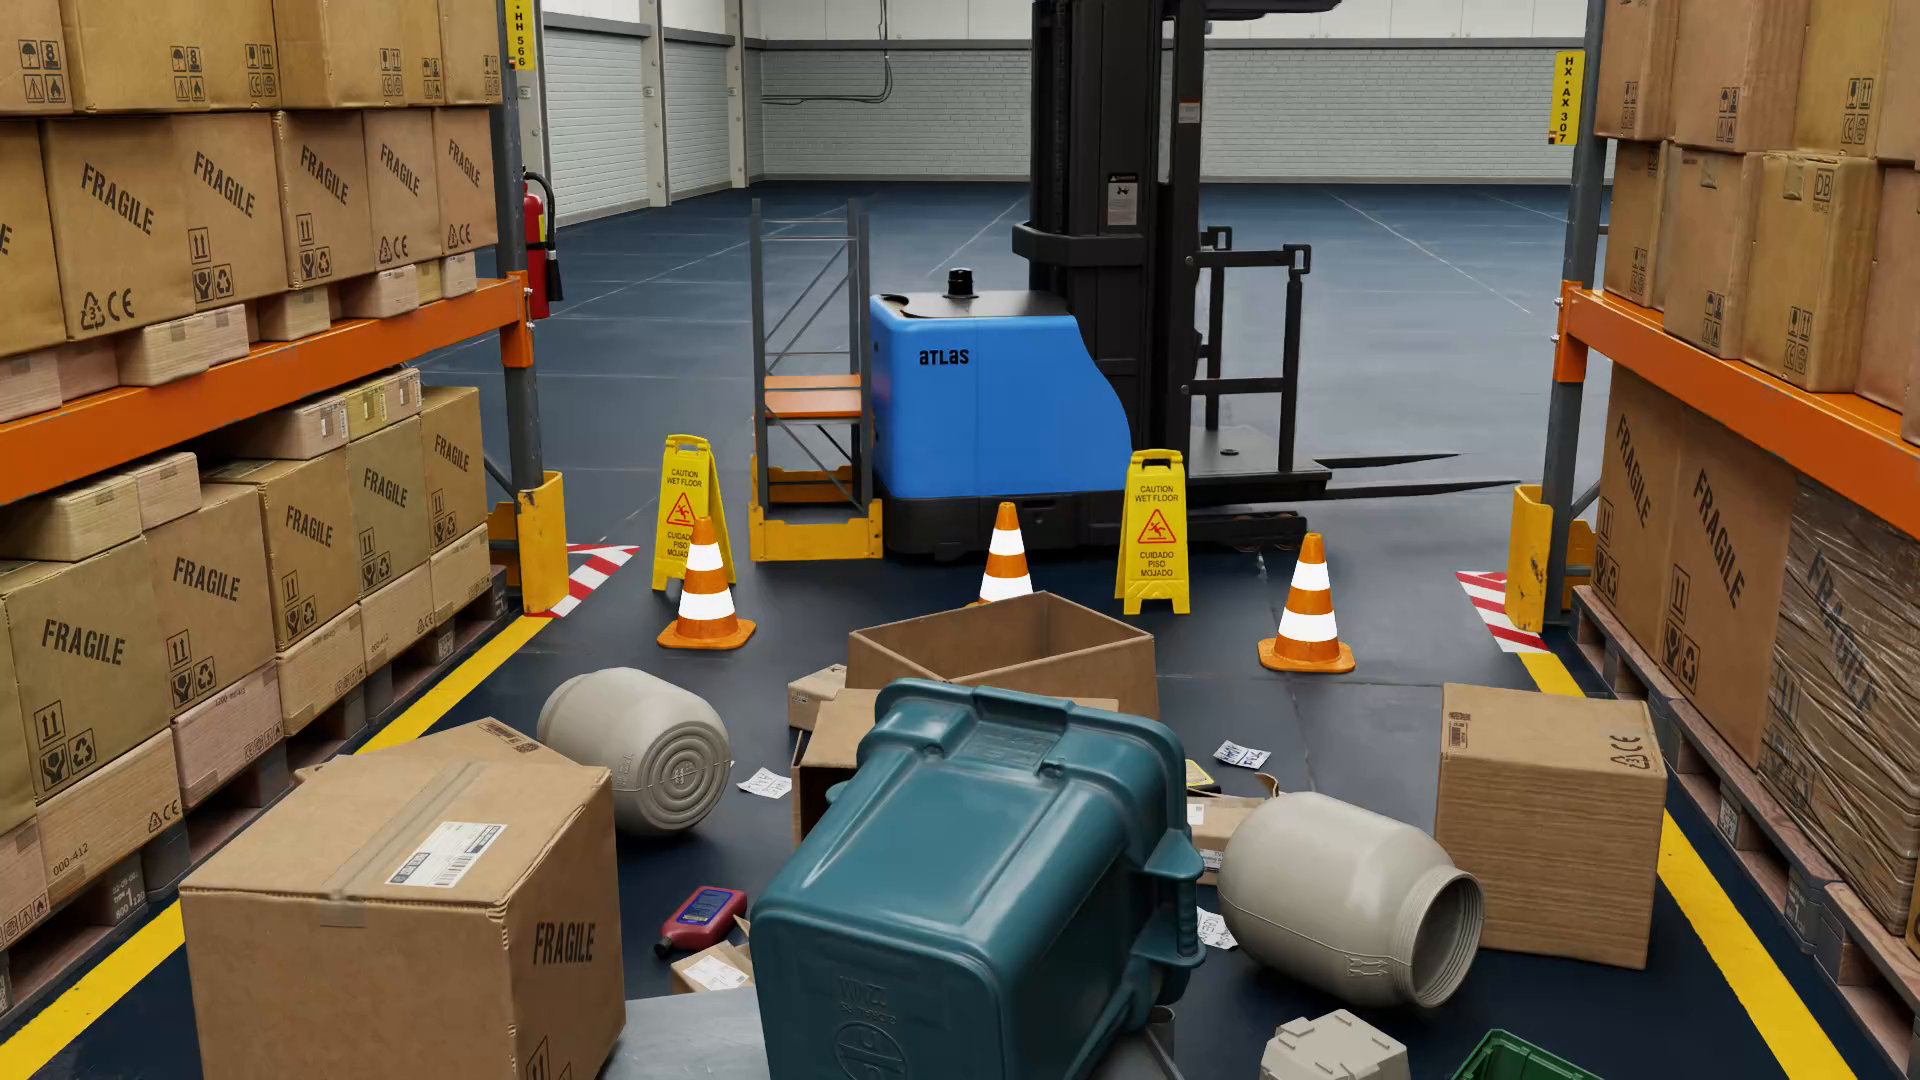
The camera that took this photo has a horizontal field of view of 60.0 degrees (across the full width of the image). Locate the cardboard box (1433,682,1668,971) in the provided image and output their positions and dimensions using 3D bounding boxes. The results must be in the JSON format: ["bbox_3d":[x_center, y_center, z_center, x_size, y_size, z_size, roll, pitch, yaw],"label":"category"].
[{"bbox_3d":[1.439,0.693,4.136,0.500,0.500,0.500,4,16,16],"label":"cardboard box"}]

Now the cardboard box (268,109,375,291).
[{"bbox_3d":[-2.103,-1.020,4.926,0.500,0.500,0.500,2,15,6],"label":"cardboard box"}]

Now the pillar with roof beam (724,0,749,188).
[{"bbox_3d":[-0.439,-11.778,33.978,9.100,9.000,0.400,2,15,6],"label":"pillar with roof beam"}]

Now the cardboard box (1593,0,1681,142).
[{"bbox_3d":[2.654,-1.615,5.533,0.875,0.550,0.550,2,15,6],"label":"cardboard box"}]

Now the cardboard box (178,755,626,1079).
[{"bbox_3d":[-0.874,0.687,2.714,0.500,0.500,0.500,2,15,6],"label":"cardboard box"}]

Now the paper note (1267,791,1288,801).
[{"bbox_3d":[0.917,0.756,4.846,0.032,0.001,0.123,11,19,35],"label":"paper note"}]

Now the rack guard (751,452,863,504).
[{"bbox_3d":[-0.745,-0.303,8.302,0.587,0.250,0.087,-2,15,-6],"label":"rack guard"}]

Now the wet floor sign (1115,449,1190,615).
[{"bbox_3d":[0.771,-0.046,6.596,0.267,0.644,0.232,-1,15,-3],"label":"wet floor sign"}]

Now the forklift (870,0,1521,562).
[{"bbox_3d":[1.098,-1.489,7.555,3.031,2.935,1.130,-3,15,-11],"label":"forklift"}]

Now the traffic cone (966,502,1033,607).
[{"bbox_3d":[0.180,0.082,6.471,0.336,0.463,0.334,2,15,6],"label":"traffic cone"}]

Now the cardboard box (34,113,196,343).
[{"bbox_3d":[-2.217,-0.757,3.955,0.500,0.500,0.500,2,15,6],"label":"cardboard box"}]

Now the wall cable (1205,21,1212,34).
[{"bbox_3d":[6.361,-13.987,35.636,2.305,6.003,0.169,2,15,6],"label":"wall cable"}]

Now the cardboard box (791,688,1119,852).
[{"bbox_3d":[0.025,0.676,3.938,0.797,0.637,0.503,2,15,6],"label":"cardboard box"}]

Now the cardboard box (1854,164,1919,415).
[{"bbox_3d":[2.531,-0.528,3.580,0.875,0.550,0.550,2,15,6],"label":"cardboard box"}]

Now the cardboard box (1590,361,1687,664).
[{"bbox_3d":[2.724,-0.116,5.611,0.875,0.875,0.875,2,15,7],"label":"cardboard box"}]

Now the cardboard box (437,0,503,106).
[{"bbox_3d":[-2.036,-1.772,5.792,0.700,0.500,0.500,1,15,5],"label":"cardboard box"}]

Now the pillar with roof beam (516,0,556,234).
[{"bbox_3d":[-1.793,-8.665,22.468,9.100,9.000,0.400,2,15,6],"label":"pillar with roof beam"}]

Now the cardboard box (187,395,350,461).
[{"bbox_3d":[-2.064,-0.341,4.960,0.380,0.149,0.250,2,15,9],"label":"cardboard box"}]

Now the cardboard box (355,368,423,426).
[{"bbox_3d":[-2.001,-0.474,5.453,0.380,0.149,0.250,2,15,8],"label":"cardboard box"}]

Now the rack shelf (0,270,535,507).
[{"bbox_3d":[-2.421,-0.370,4.663,1.077,0.370,4.000,2,15,6],"label":"rack shelf"}]

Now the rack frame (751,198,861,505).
[{"bbox_3d":[-0.747,-0.911,8.158,0.500,1.500,0.032,-2,15,-6],"label":"rack frame"}]

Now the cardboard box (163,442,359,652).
[{"bbox_3d":[-2.146,0.008,4.913,0.500,0.500,0.500,1,15,5],"label":"cardboard box"}]

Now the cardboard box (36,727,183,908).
[{"bbox_3d":[-2.262,0.642,4.005,0.500,0.250,0.500,3,15,9],"label":"cardboard box"}]

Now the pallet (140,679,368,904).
[{"bbox_3d":[-2.470,0.655,4.837,1.003,0.211,1.213,2,15,6],"label":"pallet"}]

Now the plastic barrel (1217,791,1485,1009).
[{"bbox_3d":[0.887,0.825,3.800,0.421,0.421,0.512,-14,20,-42],"label":"plastic barrel"}]

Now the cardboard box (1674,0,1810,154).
[{"bbox_3d":[2.486,-1.329,4.473,0.875,0.550,0.550,2,15,6],"label":"cardboard box"}]

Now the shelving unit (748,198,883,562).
[{"bbox_3d":[-0.690,-0.777,7.662,0.587,1.500,1.083,-2,15,-6],"label":"shelving unit"}]

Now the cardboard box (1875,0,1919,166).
[{"bbox_3d":[2.503,-1.050,3.442,0.875,0.550,0.550,2,15,6],"label":"cardboard box"}]

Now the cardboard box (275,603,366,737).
[{"bbox_3d":[-2.139,0.376,4.989,0.500,0.250,0.500,1,15,4],"label":"cardboard box"}]

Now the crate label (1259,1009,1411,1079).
[{"bbox_3d":[0.767,1.082,3.399,0.298,0.136,0.250,-10,18,-32],"label":"crate label"}]

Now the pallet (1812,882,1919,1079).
[{"bbox_3d":[2.447,1.072,3.294,1.003,0.211,1.213,2,15,6],"label":"pallet"}]

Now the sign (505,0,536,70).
[{"bbox_3d":[-1.646,-1.926,6.216,0.100,0.325,0.005,2,15,6],"label":"sign"}]

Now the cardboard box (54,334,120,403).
[{"bbox_3d":[-2.254,-0.420,3.950,0.380,0.149,0.250,2,15,6],"label":"cardboard box"}]

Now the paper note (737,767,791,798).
[{"bbox_3d":[-0.569,0.722,4.955,0.148,0.019,0.142,7,17,25],"label":"paper note"}]

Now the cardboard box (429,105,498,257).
[{"bbox_3d":[-1.982,-1.279,5.885,0.500,0.500,0.500,1,15,5],"label":"cardboard box"}]

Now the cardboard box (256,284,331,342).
[{"bbox_3d":[-2.099,-0.678,4.904,0.380,0.149,0.250,2,15,6],"label":"cardboard box"}]

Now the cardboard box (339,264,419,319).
[{"bbox_3d":[-1.992,-0.809,5.390,0.380,0.149,0.250,2,15,7],"label":"cardboard box"}]

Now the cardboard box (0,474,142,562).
[{"bbox_3d":[-2.182,-0.059,3.916,0.380,0.149,0.250,2,15,8],"label":"cardboard box"}]

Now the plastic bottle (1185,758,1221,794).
[{"bbox_3d":[0.678,0.723,4.873,0.133,0.061,0.283,-4,16,-13],"label":"plastic bottle"}]

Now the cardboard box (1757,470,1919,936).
[{"bbox_3d":[2.522,0.349,3.892,0.875,0.875,0.875,2,15,7],"label":"cardboard box"}]

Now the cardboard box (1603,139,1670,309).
[{"bbox_3d":[2.738,-1.092,5.665,0.875,0.550,0.550,2,15,6],"label":"cardboard box"}]

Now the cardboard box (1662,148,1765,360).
[{"bbox_3d":[2.510,-0.807,4.612,0.875,0.550,0.550,2,15,6],"label":"cardboard box"}]

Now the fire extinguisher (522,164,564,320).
[{"bbox_3d":[-1.724,-1.215,6.558,0.296,0.674,0.183,2,15,6],"label":"fire extinguisher"}]

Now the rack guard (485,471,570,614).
[{"bbox_3d":[-2.204,-0.010,6.741,1.175,0.500,0.348,2,15,6],"label":"rack guard"}]

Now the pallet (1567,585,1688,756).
[{"bbox_3d":[2.722,0.439,5.634,1.003,0.211,1.213,2,15,6],"label":"pallet"}]

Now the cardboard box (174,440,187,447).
[{"bbox_3d":[-2.618,-0.131,5.426,0.500,0.500,0.500,1,15,4],"label":"cardboard box"}]

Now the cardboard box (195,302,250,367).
[{"bbox_3d":[-2.138,-0.548,4.422,0.380,0.149,0.250,2,15,6],"label":"cardboard box"}]

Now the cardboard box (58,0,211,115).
[{"bbox_3d":[-2.218,-1.242,3.833,0.700,0.500,0.500,1,15,5],"label":"cardboard box"}]

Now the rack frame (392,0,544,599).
[{"bbox_3d":[-2.195,-1.236,6.488,1.000,3.000,0.127,2,15,6],"label":"rack frame"}]

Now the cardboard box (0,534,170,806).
[{"bbox_3d":[-2.263,0.279,3.909,0.500,0.500,0.500,2,15,9],"label":"cardboard box"}]

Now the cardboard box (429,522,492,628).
[{"bbox_3d":[-2.022,0.112,5.964,0.500,0.250,0.500,2,15,6],"label":"cardboard box"}]

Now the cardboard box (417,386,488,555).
[{"bbox_3d":[-2.026,-0.258,5.897,0.500,0.500,0.500,2,15,7],"label":"cardboard box"}]

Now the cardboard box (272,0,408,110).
[{"bbox_3d":[-2.056,-1.506,4.807,0.700,0.500,0.500,2,15,6],"label":"cardboard box"}]

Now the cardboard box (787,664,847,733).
[{"bbox_3d":[-0.336,0.539,5.383,0.380,0.149,0.250,11,19,35],"label":"cardboard box"}]

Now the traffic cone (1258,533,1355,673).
[{"bbox_3d":[1.264,0.204,6.022,0.336,0.463,0.334,2,15,6],"label":"traffic cone"}]

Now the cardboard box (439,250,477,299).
[{"bbox_3d":[-1.943,-0.943,5.884,0.380,0.149,0.250,2,15,6],"label":"cardboard box"}]
